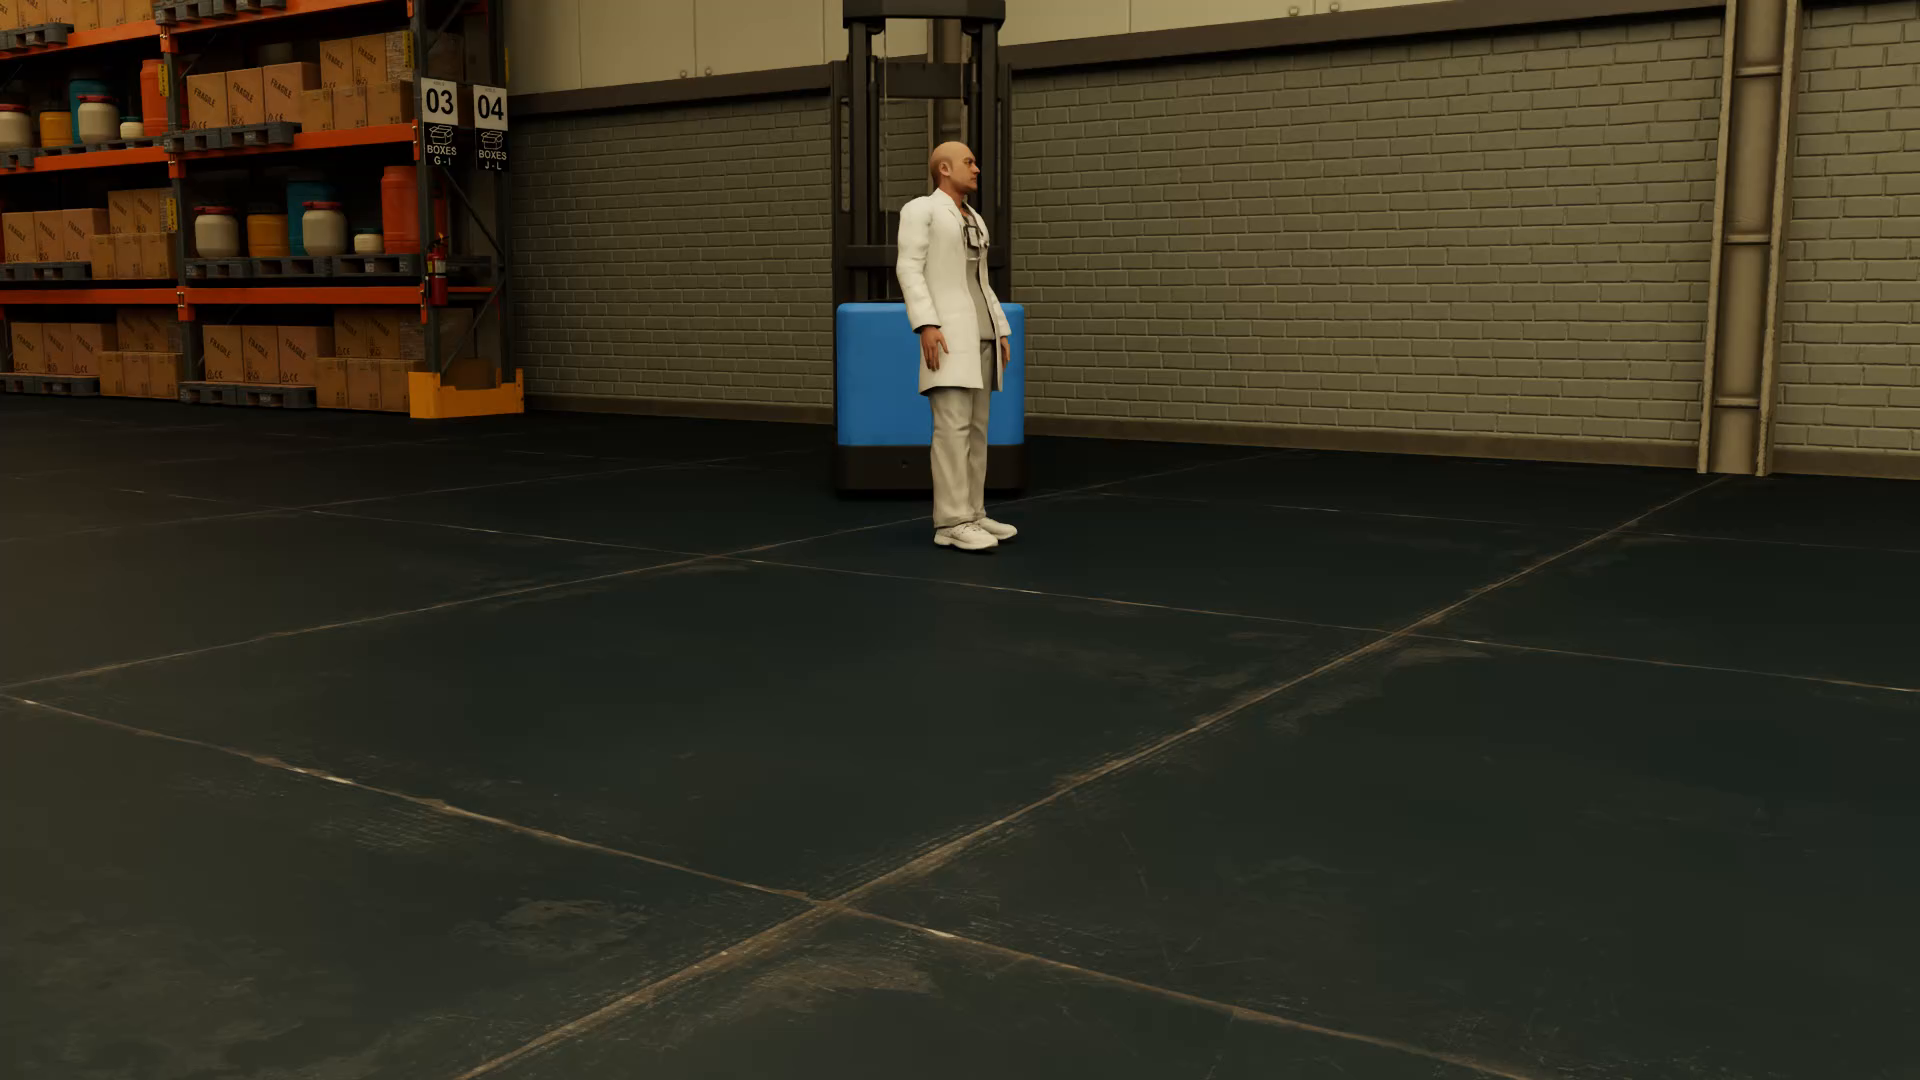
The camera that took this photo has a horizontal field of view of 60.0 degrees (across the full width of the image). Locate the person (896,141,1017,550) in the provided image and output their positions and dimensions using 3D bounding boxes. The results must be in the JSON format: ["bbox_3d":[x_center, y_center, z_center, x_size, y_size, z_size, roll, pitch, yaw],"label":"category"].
[{"bbox_3d":[0.074,-0.880,7.424,0.578,1.778,0.698,5,10,34],"label":"person"}]

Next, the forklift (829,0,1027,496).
[{"bbox_3d":[-0.252,-1.866,10.319,1.130,2.935,3.031,-1,8,-4],"label":"forklift"}]
